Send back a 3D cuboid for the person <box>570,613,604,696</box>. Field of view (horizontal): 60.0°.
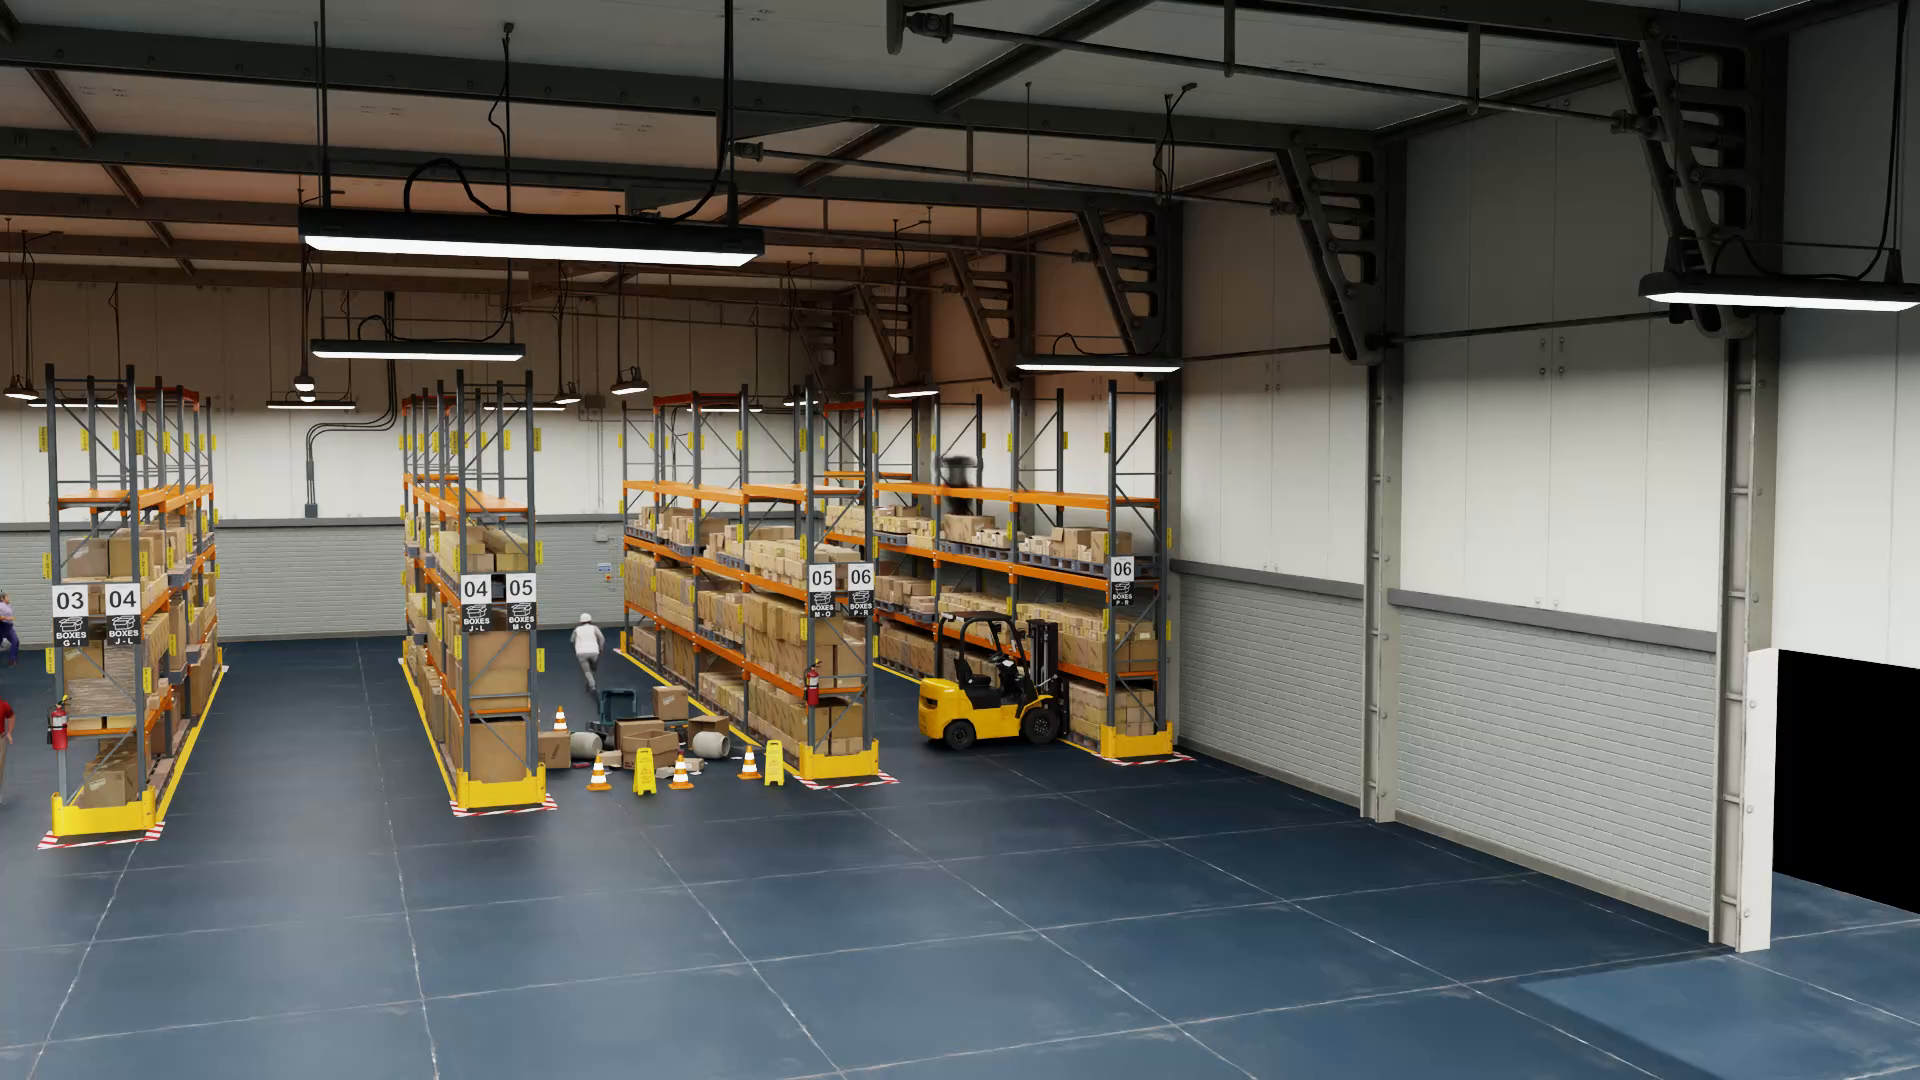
[{"bbox_3d":[-7.315,2.291,32.682,0.651,1.616,1.120,-1,4,-18],"label":"person"}]

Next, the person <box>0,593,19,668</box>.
[{"bbox_3d":[-21.411,2.040,37.163,0.815,1.686,0.646,0,3,1],"label":"person"}]

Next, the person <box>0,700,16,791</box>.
[{"bbox_3d":[-13.512,2.824,23.143,0.660,1.677,0.774,-2,4,-27],"label":"person"}]
